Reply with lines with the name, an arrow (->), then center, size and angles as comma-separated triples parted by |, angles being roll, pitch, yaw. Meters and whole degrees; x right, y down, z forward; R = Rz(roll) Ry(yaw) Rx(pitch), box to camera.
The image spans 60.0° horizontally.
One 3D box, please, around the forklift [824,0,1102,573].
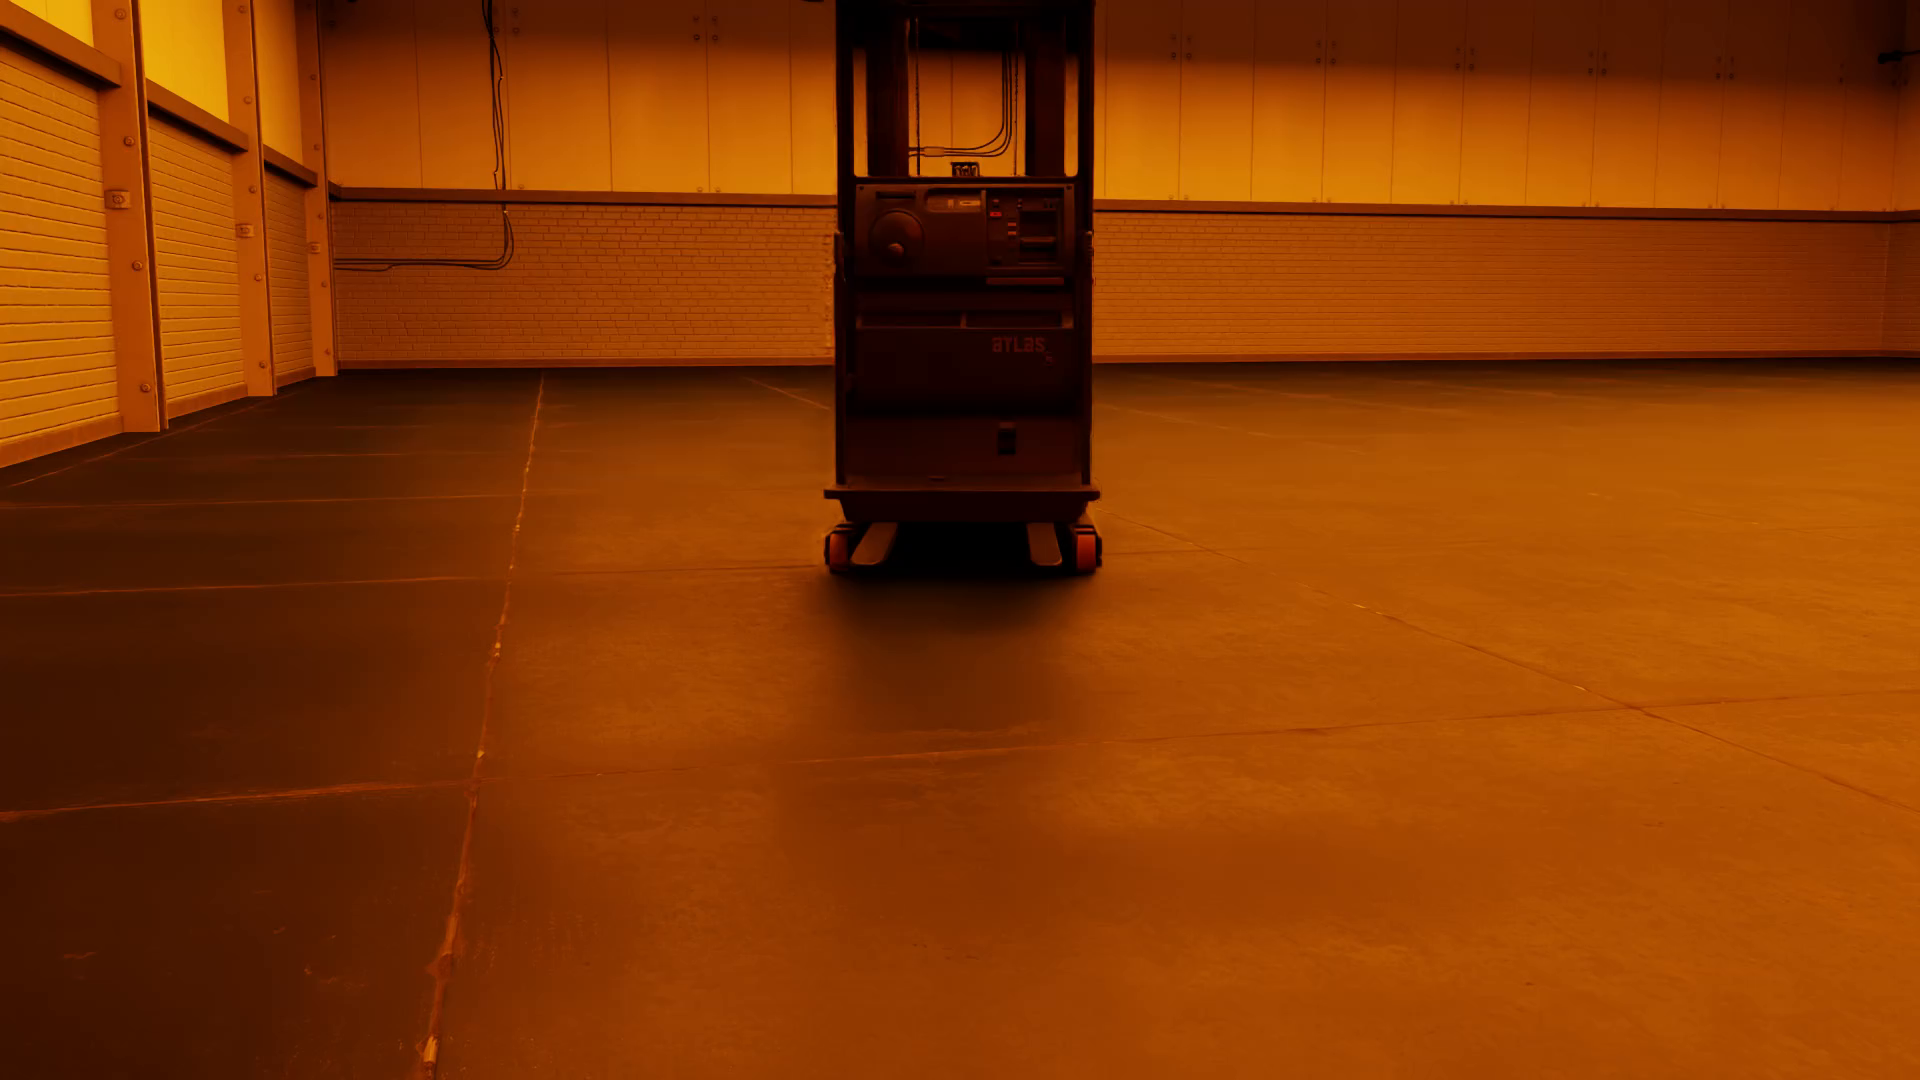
forklift -> 0.017, -1.358, 6.837 | 1.130, 2.935, 3.031 | 0, 8, 1
